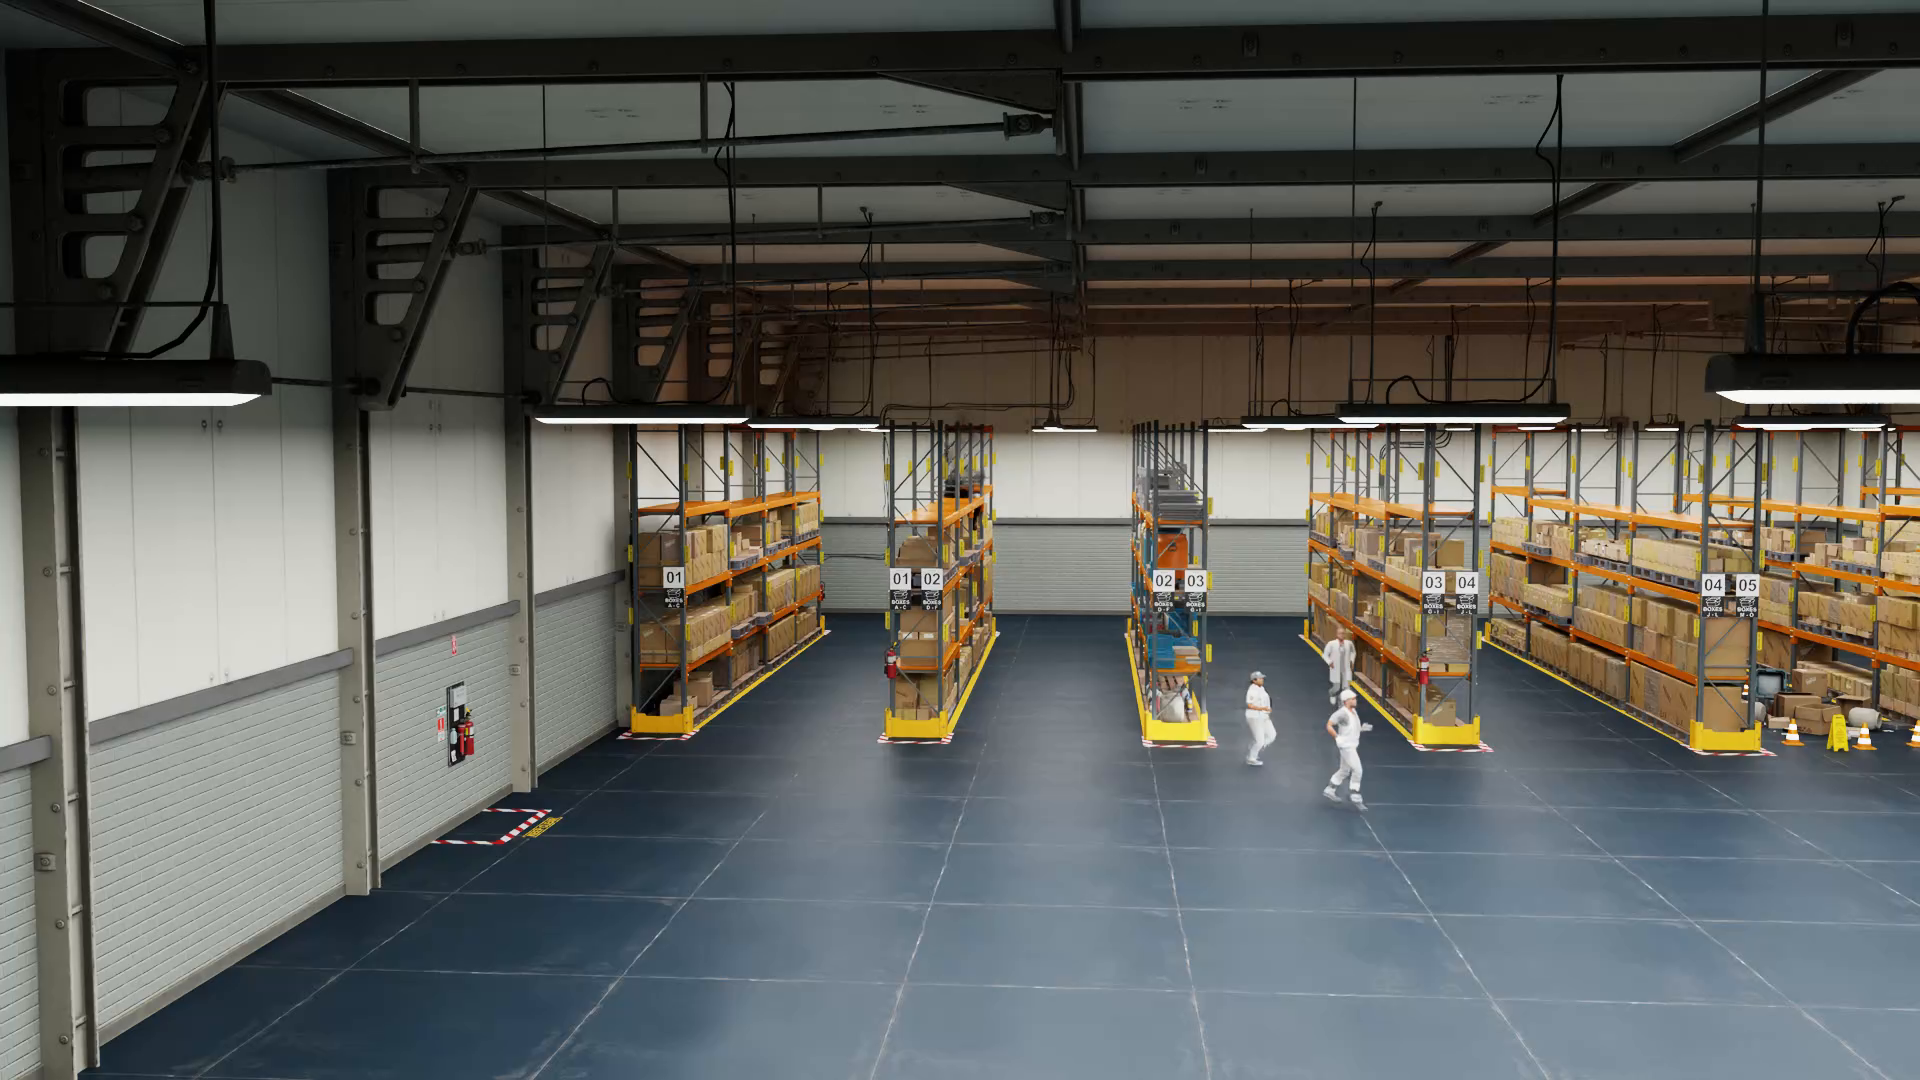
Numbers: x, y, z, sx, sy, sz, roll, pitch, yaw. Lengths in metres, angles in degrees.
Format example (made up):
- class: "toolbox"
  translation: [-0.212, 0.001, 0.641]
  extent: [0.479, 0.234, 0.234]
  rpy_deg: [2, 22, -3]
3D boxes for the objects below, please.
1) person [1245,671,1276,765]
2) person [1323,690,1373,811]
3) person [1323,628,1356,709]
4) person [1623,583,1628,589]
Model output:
- class: "person"
  translation: [5.212, 3.083, 28.764]
  extent: [0.545, 1.623, 0.595]
  rpy_deg: [3, 4, 35]
- class: "person"
  translation: [5.937, 3.211, 25.522]
  extent: [0.758, 1.840, 0.639]
  rpy_deg: [2, 4, 28]
- class: "person"
  translation: [7.830, 2.689, 34.239]
  extent: [0.710, 1.753, 0.851]
  rpy_deg: [0, 4, -1]
- class: "person"
  translation: [19.090, 1.916, 47.325]
  extent: [0.771, 1.674, 0.603]
  rpy_deg: [1, 4, 14]
